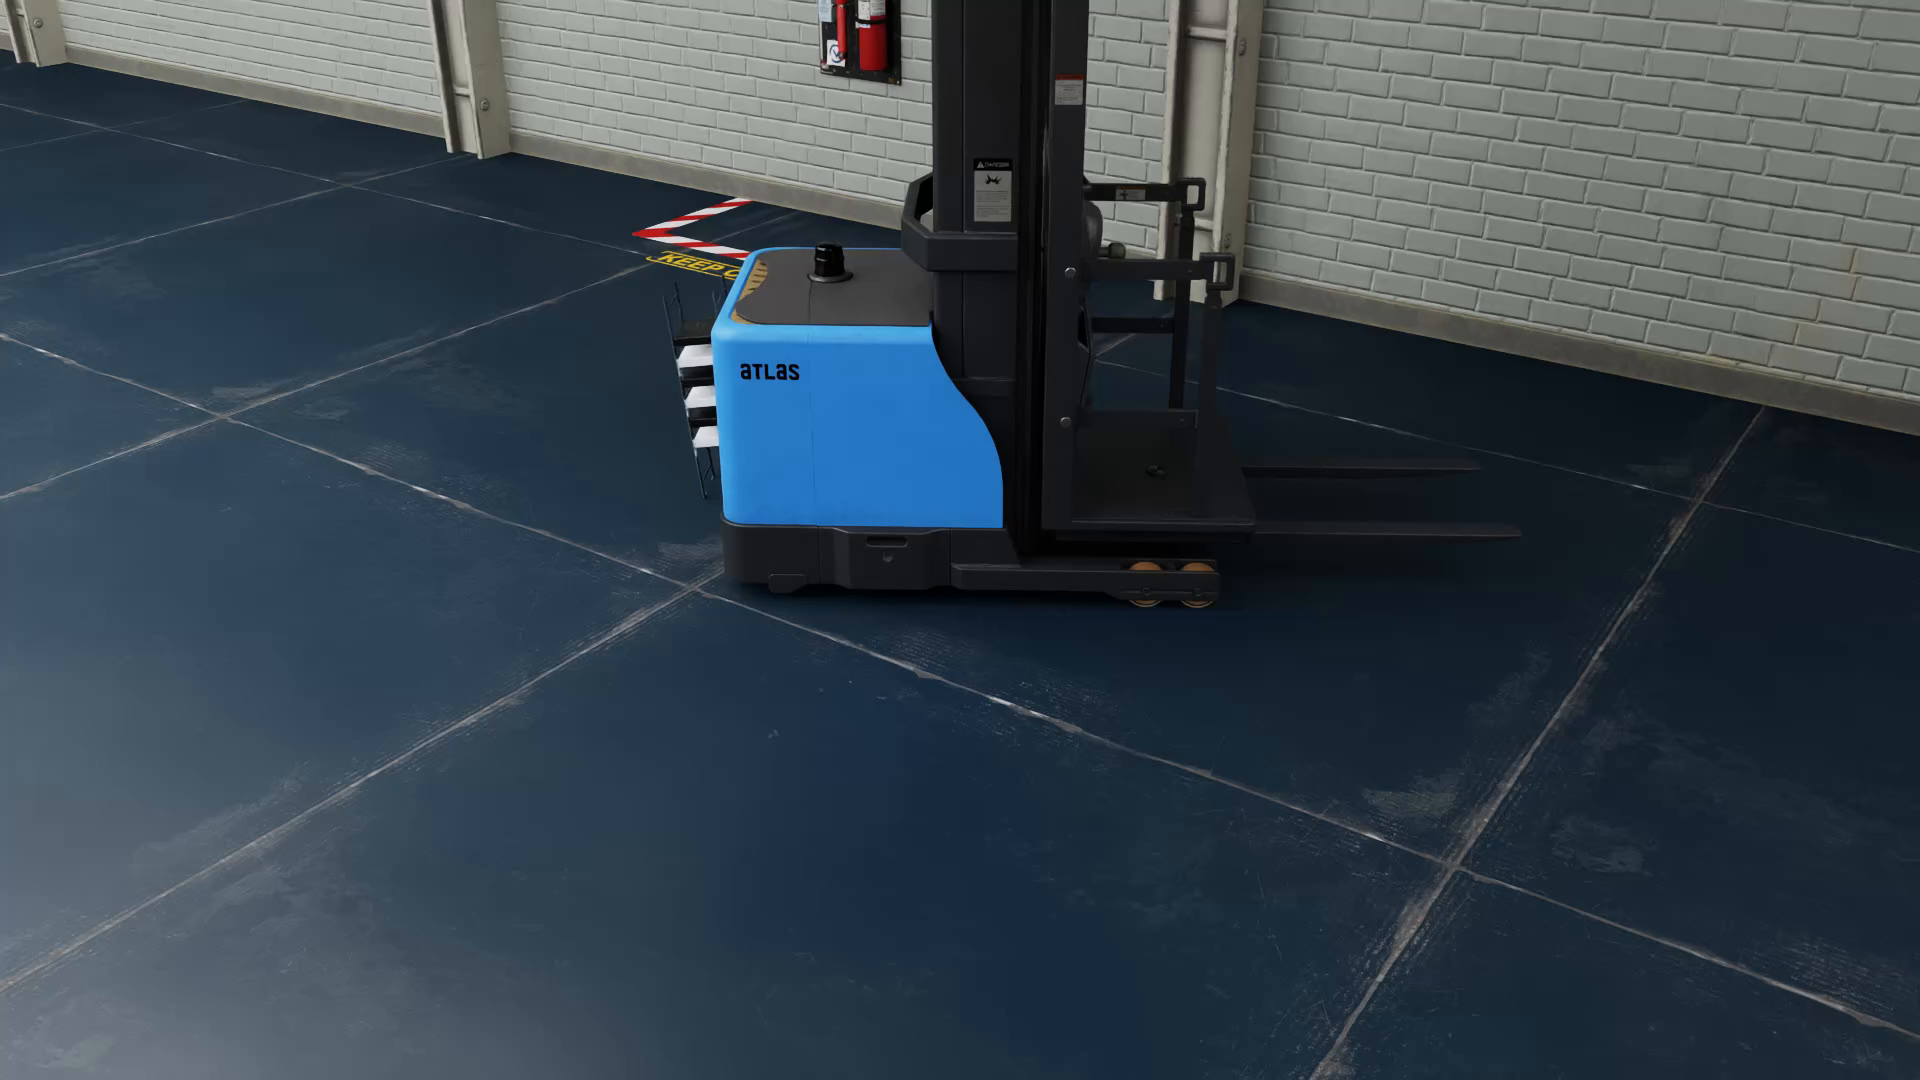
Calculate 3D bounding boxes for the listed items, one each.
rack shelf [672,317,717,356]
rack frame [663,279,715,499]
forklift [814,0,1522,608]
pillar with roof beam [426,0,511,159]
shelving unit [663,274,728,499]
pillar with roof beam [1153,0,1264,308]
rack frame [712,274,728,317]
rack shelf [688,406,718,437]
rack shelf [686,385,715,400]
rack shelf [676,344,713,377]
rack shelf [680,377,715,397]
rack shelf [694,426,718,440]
[{"bbox_3d":[-1.063,-0.849,6.888,0.200,0.077,0.258,-4,27,6],"label":"rack shelf"},{"bbox_3d":[-1.138,-0.631,7.003,0.006,0.900,0.240,-4,27,6],"label":"rack frame"},{"bbox_3d":[0.626,-1.293,6.059,3.031,2.935,1.110,1,27,2],"label":"forklift"},{"bbox_3d":[-6.036,-5.320,7.282,0.400,9.000,9.100,17,32,30],"label":"pillar with roof beam"},{"bbox_3d":[-1.037,-0.639,6.993,0.210,0.900,0.258,-4,27,6],"label":"shelving unit"},{"bbox_3d":[-1.091,-3.779,4.255,0.400,9.000,9.100,17,32,30],"label":"pillar with roof beam"},{"bbox_3d":[-0.936,-0.647,6.983,0.006,0.900,0.240,-4,27,6],"label":"rack frame"},{"bbox_3d":[-1.023,-0.530,7.048,0.200,0.077,0.258,-4,27,6],"label":"rack shelf"},{"bbox_3d":[-1.035,-0.628,6.999,0.190,0.026,0.221,-4,27,6],"label":"rack shelf"},{"bbox_3d":[-1.053,-0.769,6.928,0.200,0.077,0.258,-4,27,6],"label":"rack shelf"},{"bbox_3d":[-1.043,-0.689,6.968,0.200,0.077,0.258,-4,27,6],"label":"rack shelf"},{"bbox_3d":[-1.015,-0.468,7.079,0.190,0.026,0.221,-4,27,6],"label":"rack shelf"}]
